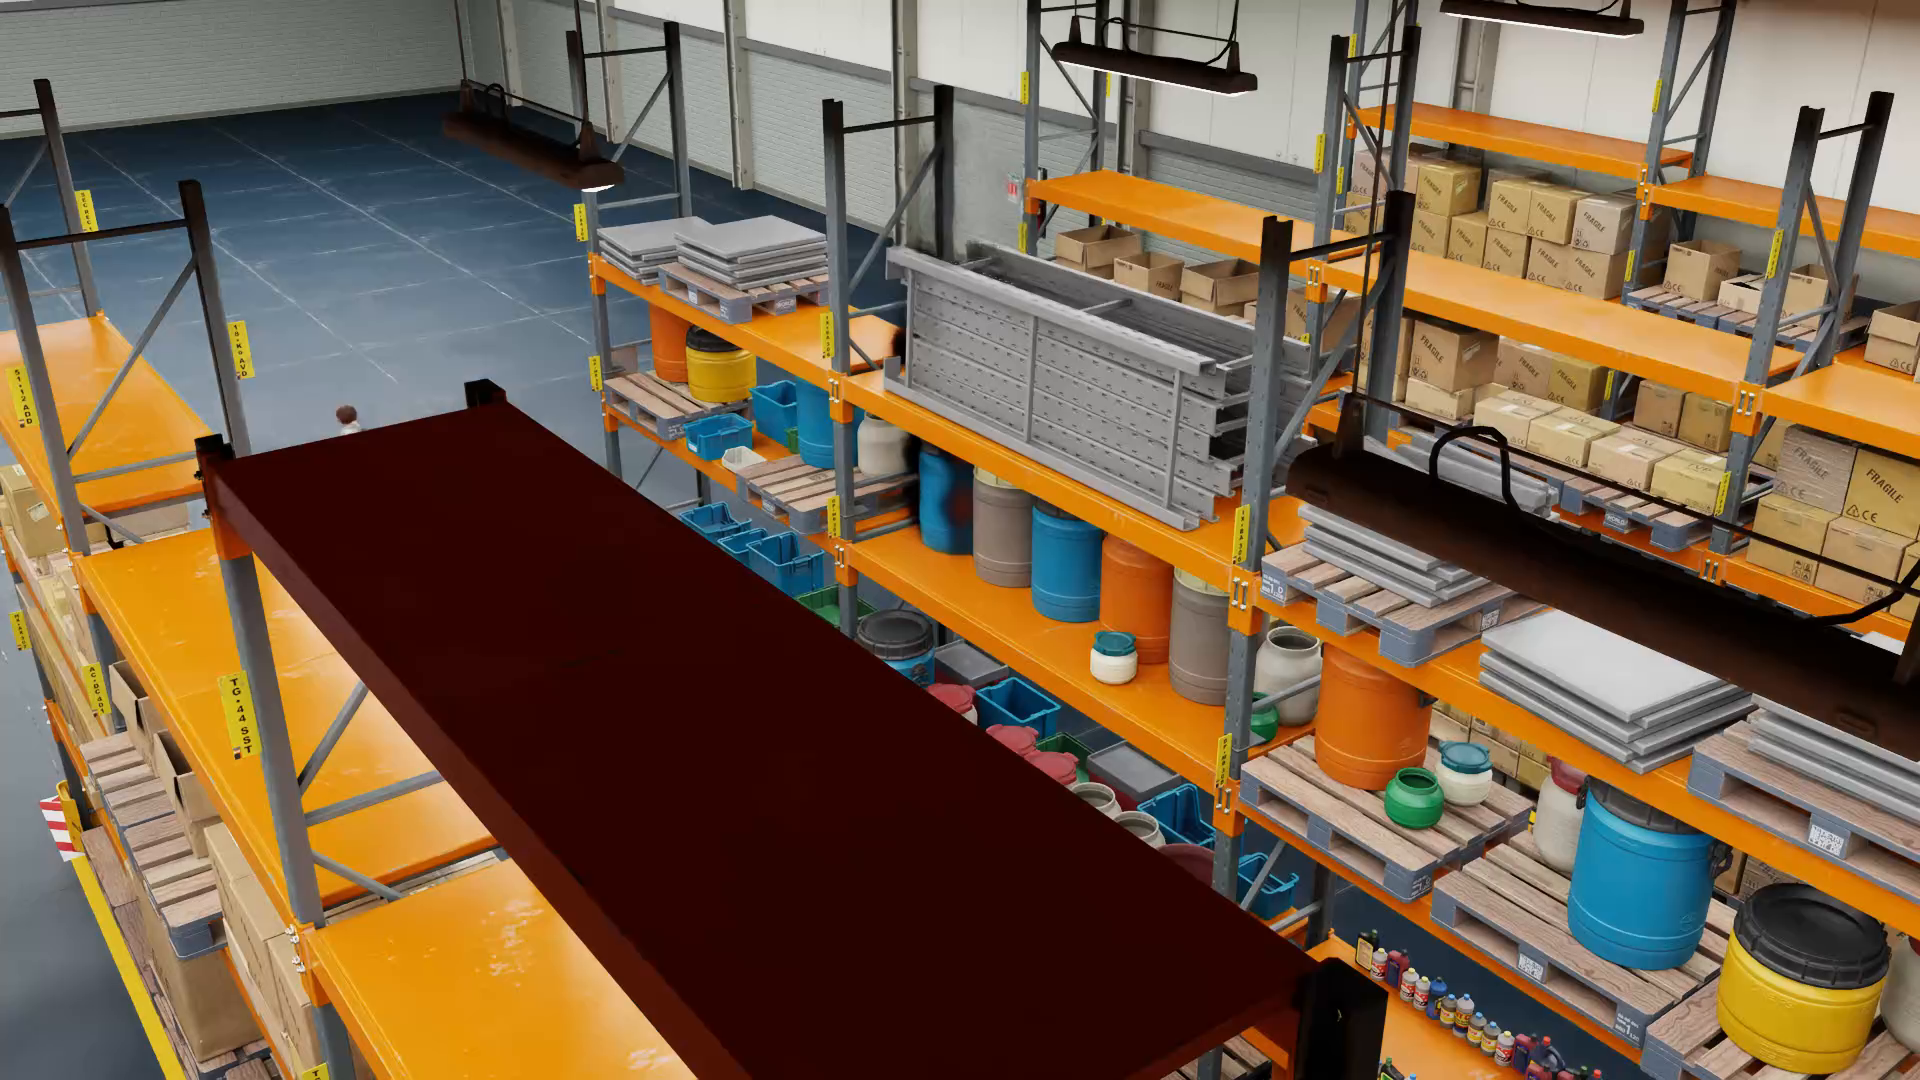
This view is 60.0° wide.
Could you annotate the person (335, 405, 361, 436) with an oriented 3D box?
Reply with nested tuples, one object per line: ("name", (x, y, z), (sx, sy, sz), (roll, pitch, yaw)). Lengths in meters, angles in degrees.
("person", (-6.892, -0.779, 18.813), (0.540, 1.558, 0.553), (-2, 25, -5))
